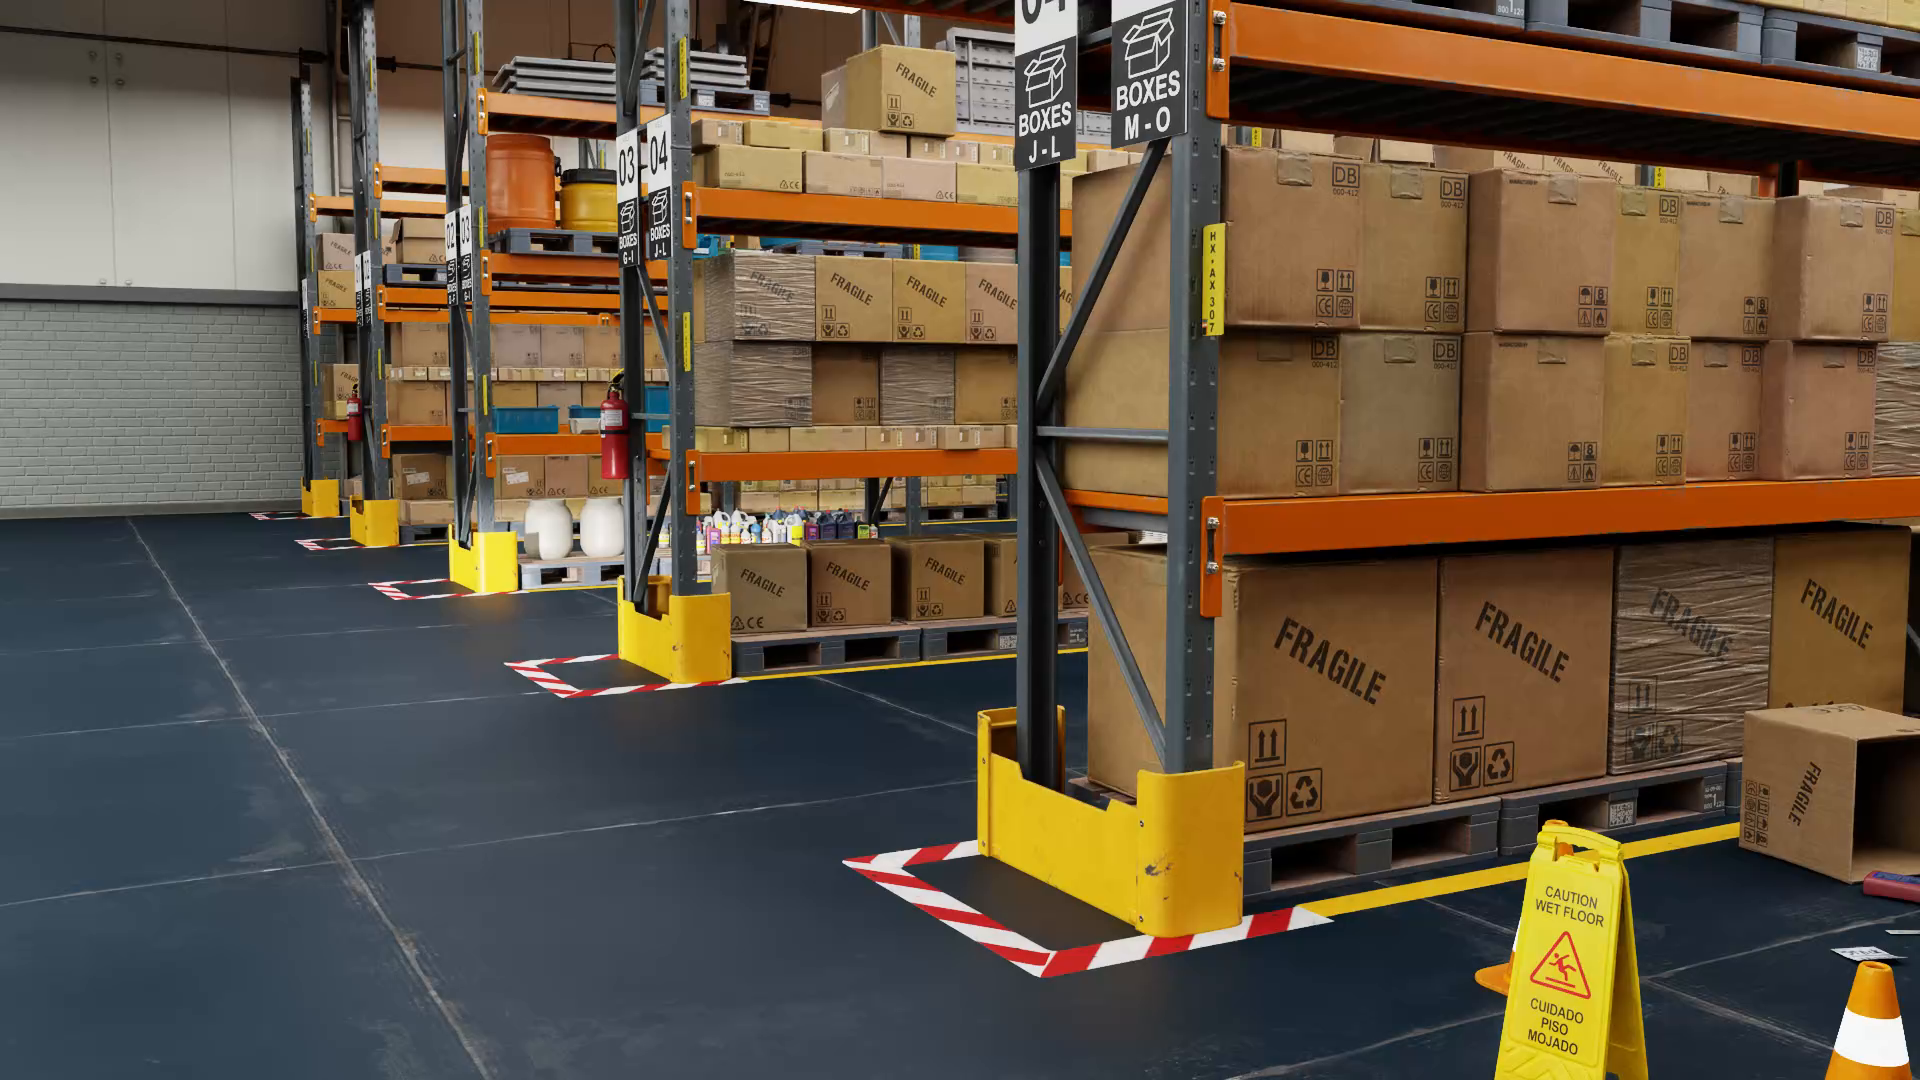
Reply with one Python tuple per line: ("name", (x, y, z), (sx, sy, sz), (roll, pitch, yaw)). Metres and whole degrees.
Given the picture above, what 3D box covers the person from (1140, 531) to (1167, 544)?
("person", (1.396, 0.153, 9.667), (0.823, 1.293, 0.610), (-3, 6, -29))
